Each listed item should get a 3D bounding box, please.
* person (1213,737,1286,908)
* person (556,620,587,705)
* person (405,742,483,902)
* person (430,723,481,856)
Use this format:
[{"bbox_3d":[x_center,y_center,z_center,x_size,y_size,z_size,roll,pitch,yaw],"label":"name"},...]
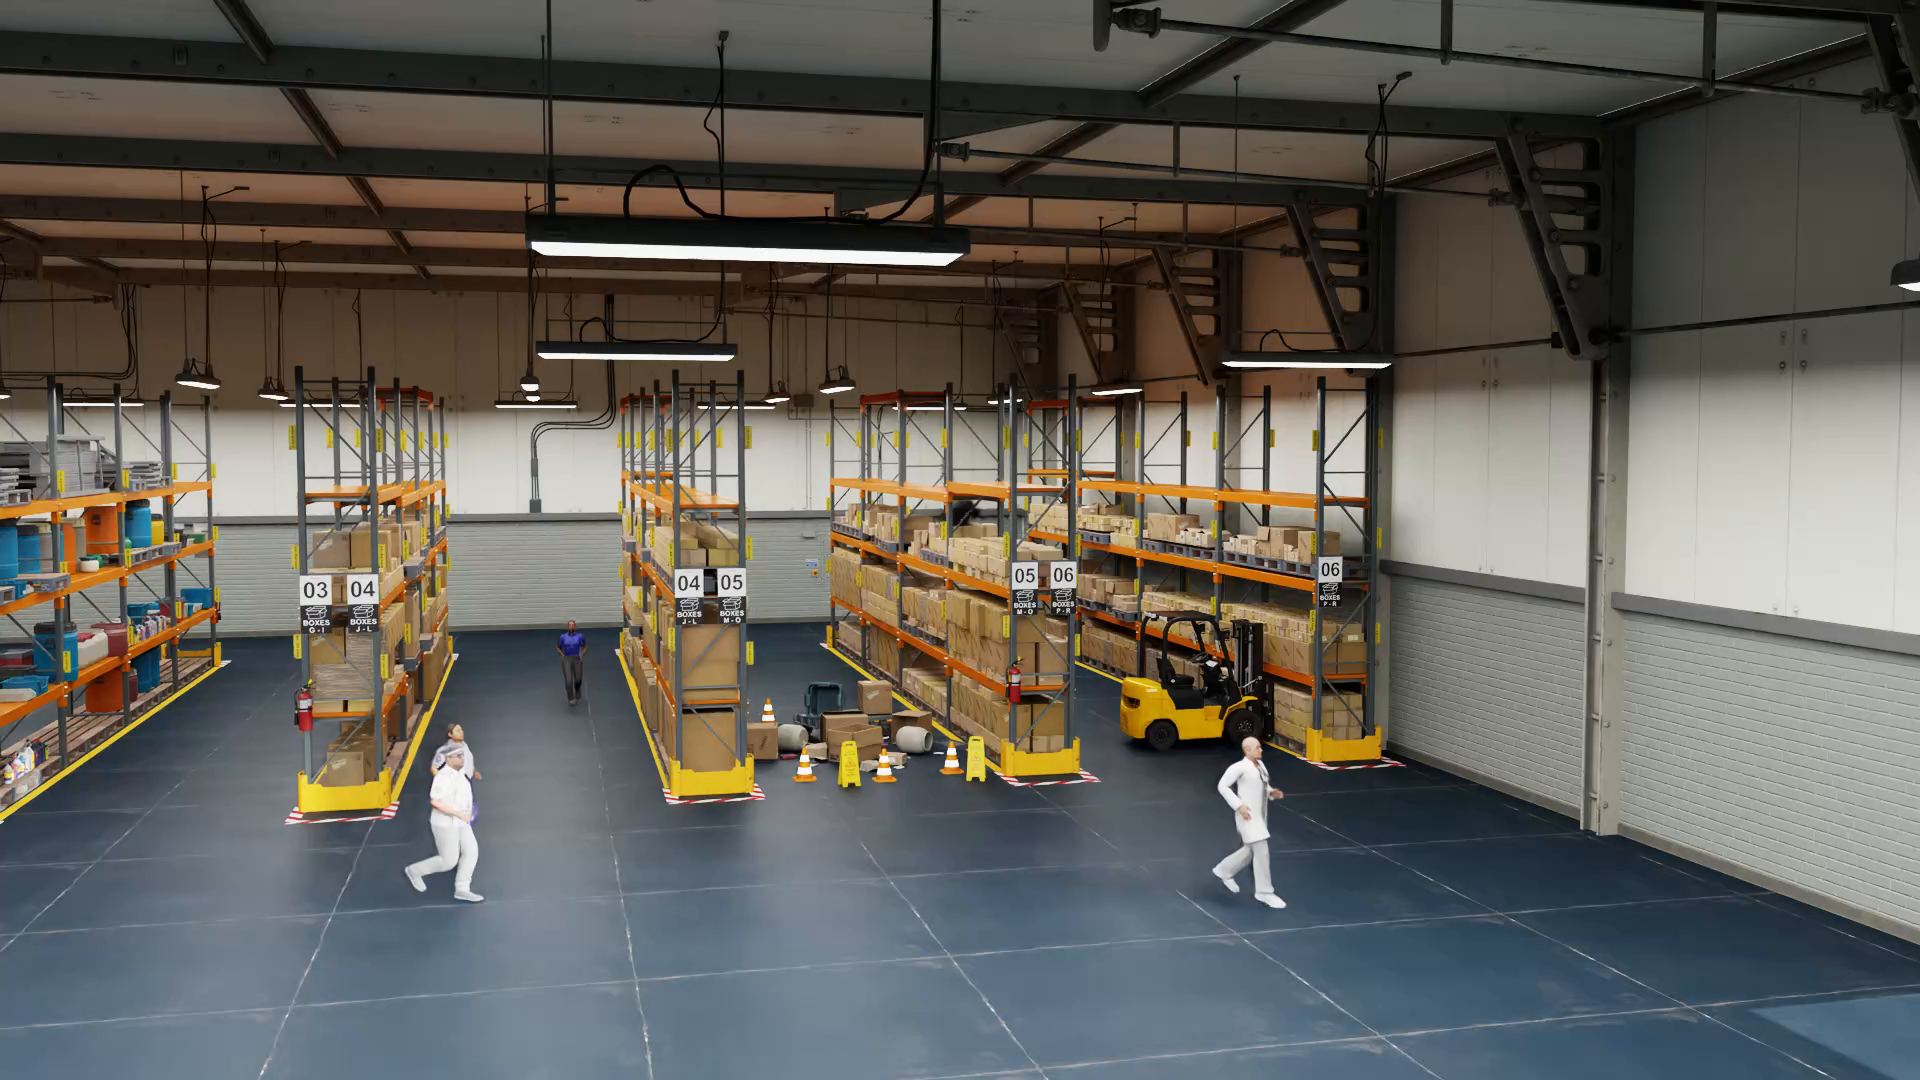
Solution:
[{"bbox_3d":[3.135,3.029,18.047,0.921,1.794,0.705,2,4,35],"label":"person"},{"bbox_3d":[-7.348,2.319,31.488,0.572,1.606,0.578,-1,4,-14],"label":"person"},{"bbox_3d":[-5.591,3.056,18.074,0.829,1.750,0.653,1,3,9],"label":"person"},{"bbox_3d":[-6.100,3.002,20.094,0.669,1.599,0.613,1,4,23],"label":"person"}]
